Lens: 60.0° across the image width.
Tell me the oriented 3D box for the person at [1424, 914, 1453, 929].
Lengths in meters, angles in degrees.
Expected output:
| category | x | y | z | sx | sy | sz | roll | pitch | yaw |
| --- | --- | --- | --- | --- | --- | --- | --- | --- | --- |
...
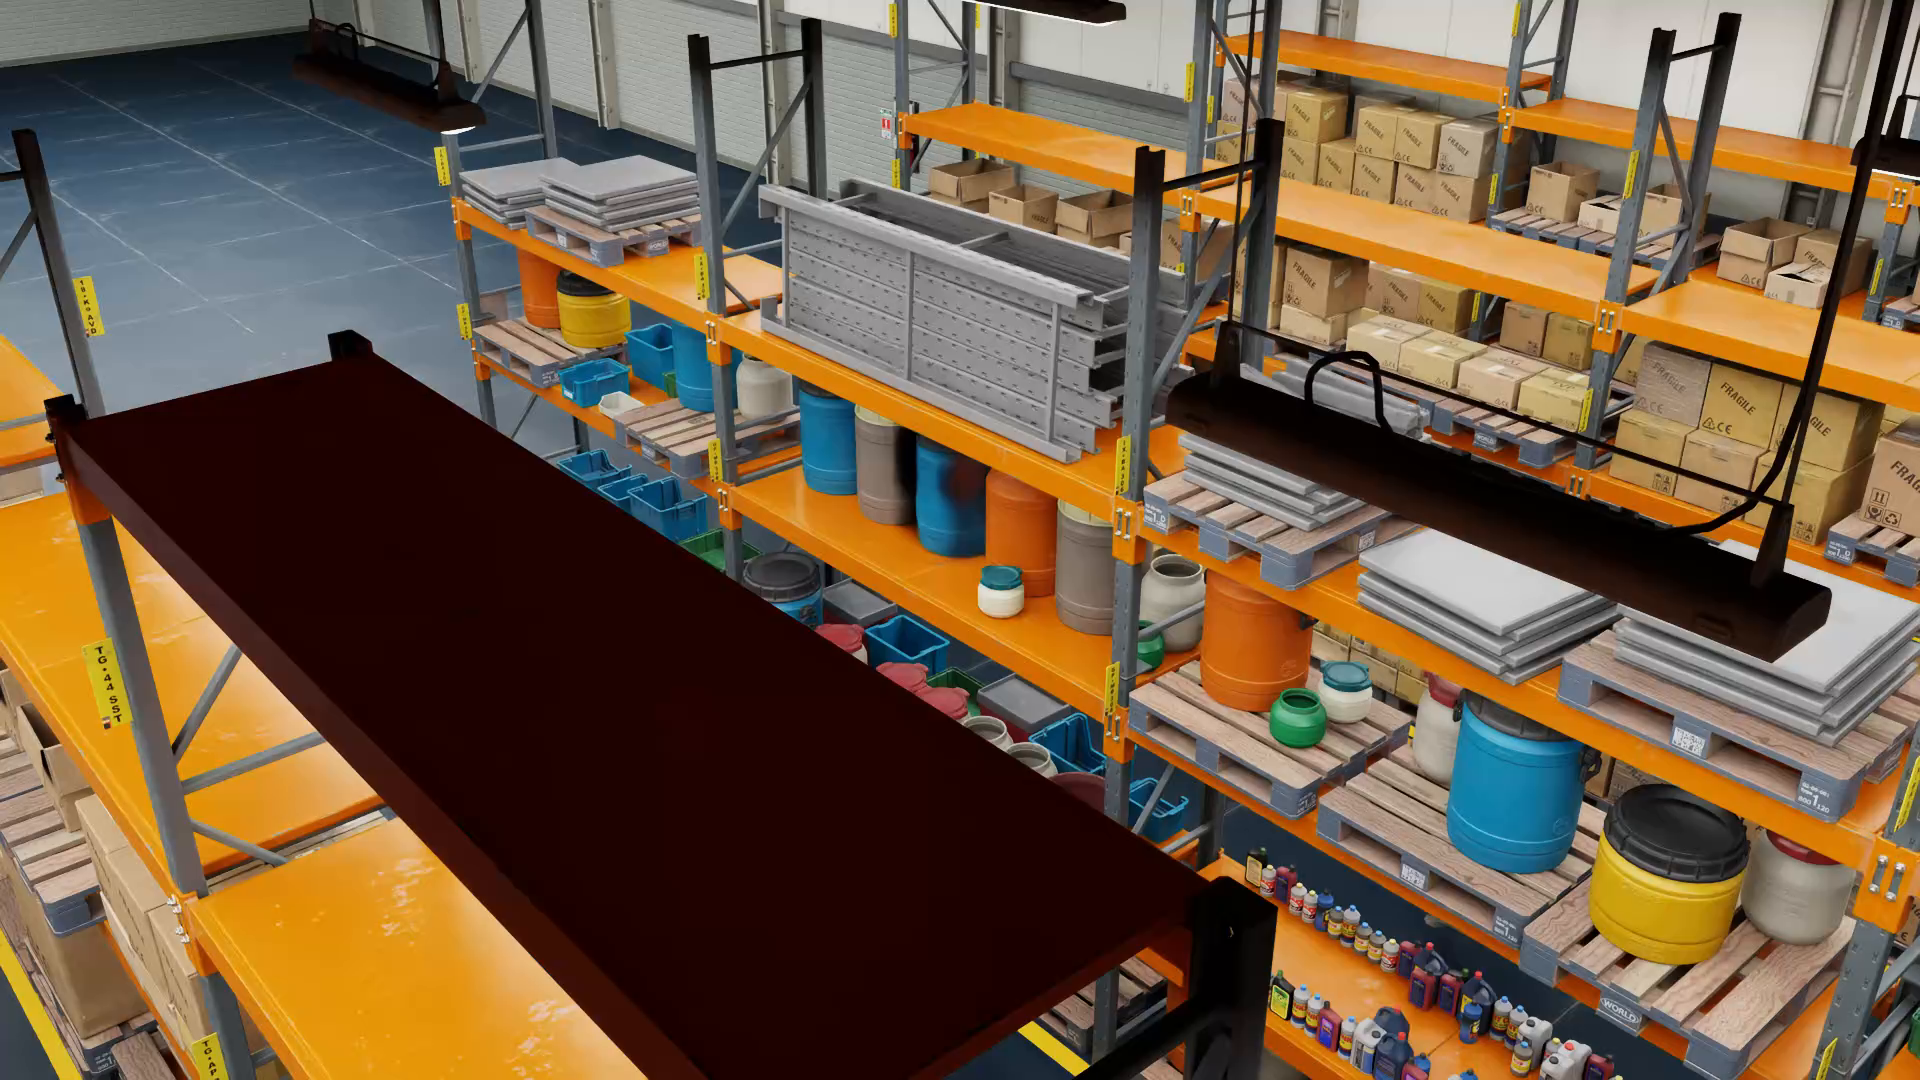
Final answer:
| category | x | y | z | sx | sy | sz | roll | pitch | yaw |
| --- | --- | --- | --- | --- | --- | --- | --- | --- | --- |
| person | 3.288 | 1.842 | 11.575 | 0.736 | 1.751 | 0.847 | -18 | 32 | -32 |
